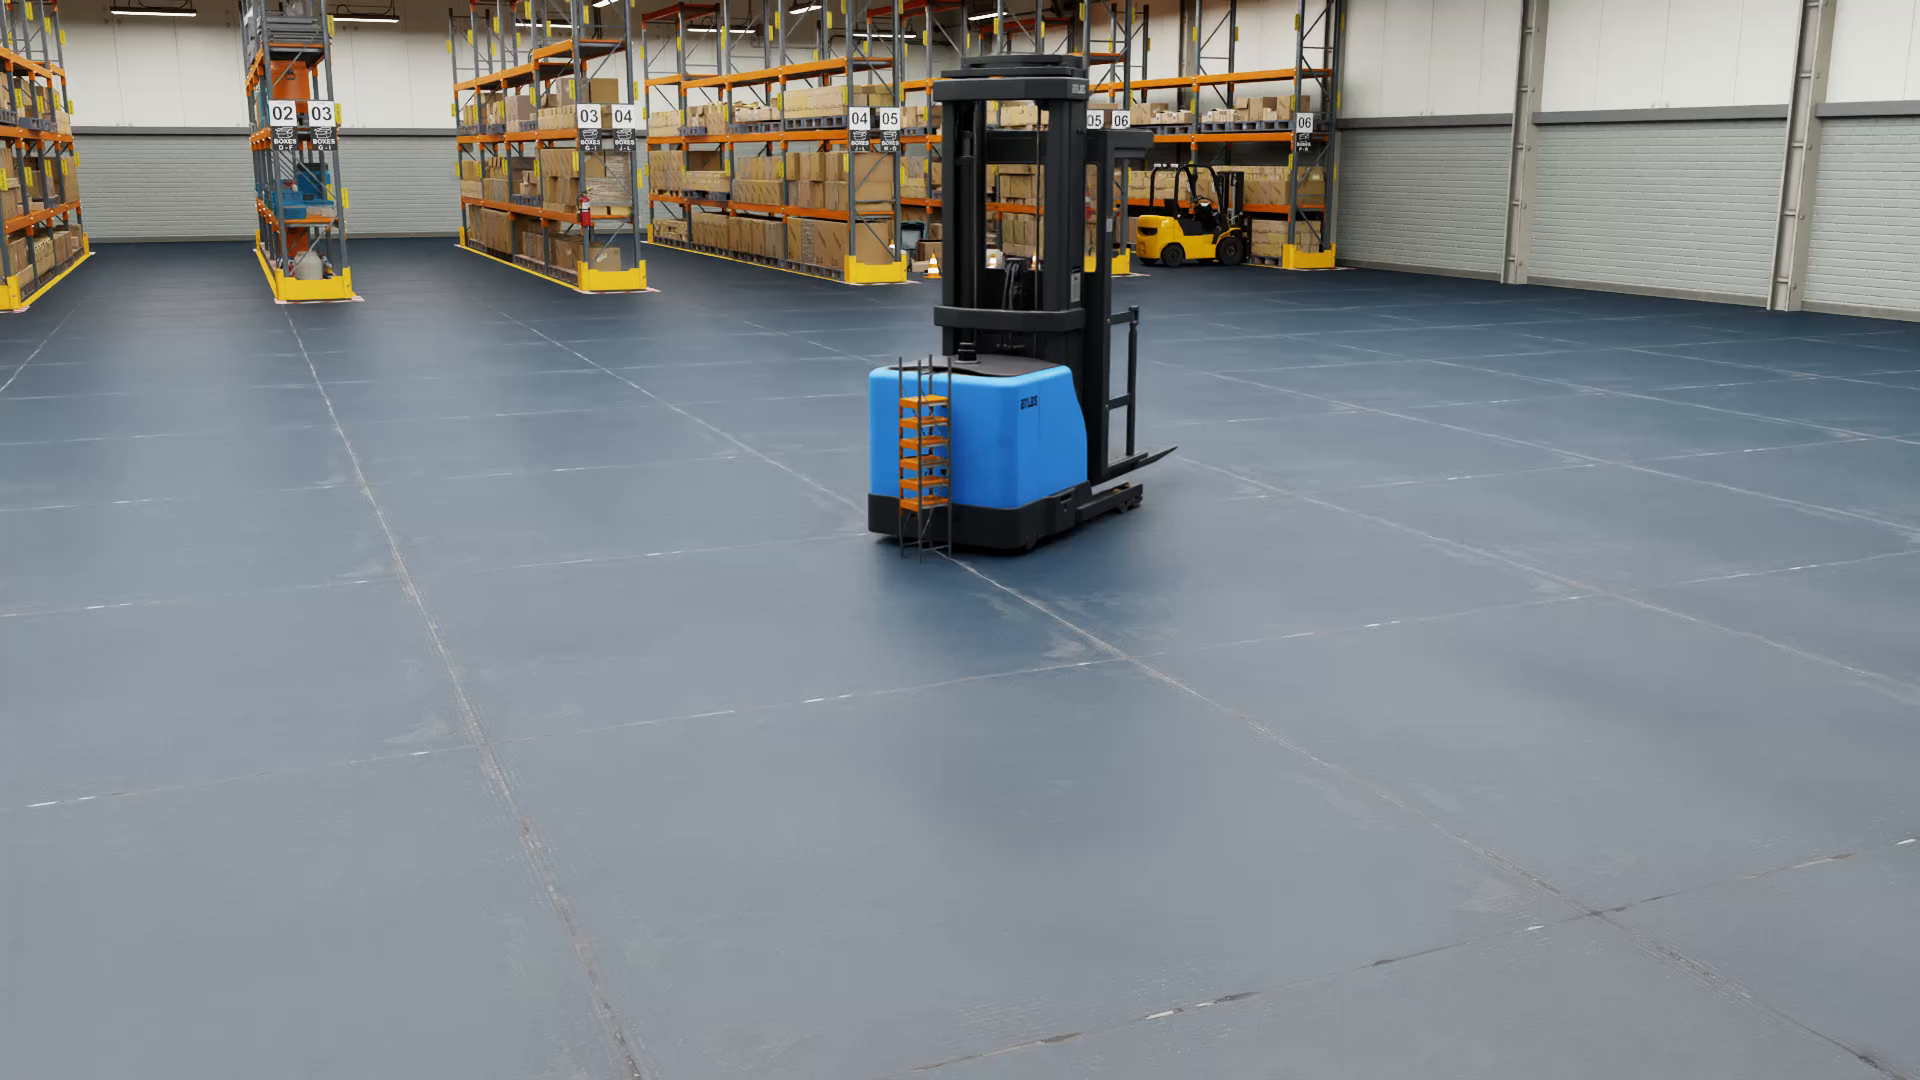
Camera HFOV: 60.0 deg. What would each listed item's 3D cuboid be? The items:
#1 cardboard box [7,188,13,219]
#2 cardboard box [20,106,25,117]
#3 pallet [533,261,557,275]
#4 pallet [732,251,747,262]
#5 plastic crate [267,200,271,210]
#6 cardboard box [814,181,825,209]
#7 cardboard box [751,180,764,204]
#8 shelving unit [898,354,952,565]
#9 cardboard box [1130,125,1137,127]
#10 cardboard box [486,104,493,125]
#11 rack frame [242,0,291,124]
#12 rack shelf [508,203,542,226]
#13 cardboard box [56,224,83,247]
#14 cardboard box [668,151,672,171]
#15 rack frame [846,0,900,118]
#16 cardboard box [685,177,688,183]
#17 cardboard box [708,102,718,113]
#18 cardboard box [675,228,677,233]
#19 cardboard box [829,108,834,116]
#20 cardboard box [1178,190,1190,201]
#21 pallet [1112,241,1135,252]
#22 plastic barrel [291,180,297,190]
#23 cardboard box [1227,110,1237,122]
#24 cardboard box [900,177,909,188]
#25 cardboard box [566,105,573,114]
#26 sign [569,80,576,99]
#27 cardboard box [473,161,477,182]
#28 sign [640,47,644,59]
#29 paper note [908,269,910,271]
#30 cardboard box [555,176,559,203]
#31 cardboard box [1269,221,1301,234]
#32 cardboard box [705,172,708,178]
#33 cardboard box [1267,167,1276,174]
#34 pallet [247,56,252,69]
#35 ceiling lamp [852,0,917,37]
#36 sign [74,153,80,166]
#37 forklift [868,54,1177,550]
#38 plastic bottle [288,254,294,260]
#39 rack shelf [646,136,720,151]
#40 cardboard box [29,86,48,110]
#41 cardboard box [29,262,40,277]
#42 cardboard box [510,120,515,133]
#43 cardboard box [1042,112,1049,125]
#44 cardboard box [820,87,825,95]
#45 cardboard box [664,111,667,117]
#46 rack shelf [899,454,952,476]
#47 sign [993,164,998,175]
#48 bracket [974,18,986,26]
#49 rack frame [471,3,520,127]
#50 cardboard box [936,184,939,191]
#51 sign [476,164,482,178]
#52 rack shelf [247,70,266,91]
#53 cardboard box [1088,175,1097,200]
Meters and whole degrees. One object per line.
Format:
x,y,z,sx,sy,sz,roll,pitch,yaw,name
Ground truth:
-16.274,-5.621,27.781,0.700,0.500,0.500,-5,14,-22,cardboard box
-18.015,-8.099,31.462,0.500,0.250,0.500,-5,14,-21,cardboard box
-8.108,-5.572,33.975,1.003,0.211,1.213,-6,14,-23,pallet
-4.565,-6.495,37.963,1.003,0.211,1.213,-6,14,-23,pallet
-13.289,-6.553,32.502,0.450,0.188,0.662,-6,14,-23,plastic crate
-2.397,-6.860,33.026,0.875,0.550,0.500,-6,14,-23,cardboard box
-4.274,-7.642,36.516,0.500,0.500,0.500,-6,14,-24,cardboard box
-0.203,-0.473,9.752,0.258,1.200,0.189,-10,16,-37,shelving unit
4.303,-10.620,42.398,0.380,0.149,0.250,-5,14,-22,cardboard box
-10.757,-10.018,39.197,0.700,0.500,0.500,-5,14,-22,cardboard box
-15.537,-10.898,37.498,1.000,3.000,0.127,-6,14,-23,rack frame
-8.595,-6.832,34.833,1.077,0.370,4.000,-6,14,-23,rack shelf
-21.236,-7.261,39.658,0.500,0.500,0.500,-6,14,-23,cardboard box
-7.254,-9.816,43.031,0.500,0.500,0.500,-5,14,-21,cardboard box
-1.607,-9.293,30.564,1.000,3.000,0.127,-6,14,-23,rack frame
-6.572,-8.900,41.139,0.380,0.149,0.250,-6,14,-24,cardboard box
-5.746,-10.230,39.346,0.396,0.266,0.258,-6,14,-23,cardboard box
-7.205,-8.066,43.302,0.380,0.149,0.250,-5,14,-22,cardboard box
-2.254,-8.106,31.491,0.380,0.149,0.250,-5,14,-22,cardboard box
5.391,-8.121,39.139,0.500,0.250,0.500,-5,14,-22,cardboard box
4.524,-7.408,41.909,1.003,0.211,1.213,-6,14,-23,pallet
-13.471,-7.146,34.293,0.600,0.536,0.708,-6,14,-23,plastic barrel
6.149,-9.429,36.949,0.396,0.266,0.258,-6,14,-24,cardboard box
-1.176,-8.948,41.603,0.500,0.250,0.500,-6,14,-24,cardboard box
-6.796,-7.666,29.635,0.380,0.149,0.250,-6,14,-25,cardboard box
-6.709,-7.790,28.759,0.100,0.325,0.005,-6,14,-23,sign
-11.625,-9.034,40.761,0.500,0.500,0.500,-5,14,-22,cardboard box
-8.513,-13.043,44.521,0.100,0.325,0.005,-6,14,-23,sign
-0.988,-5.631,34.649,0.172,0.023,0.155,-1,13,-4,paper note
-7.210,-6.664,31.628,0.875,0.500,0.500,-6,14,-23,cardboard box
6.965,-6.706,35.643,0.500,0.250,0.500,-5,14,-21,cardboard box
-5.833,-8.666,39.468,0.380,0.149,0.250,-6,14,-23,cardboard box
6.841,-7.952,35.754,0.380,0.149,0.250,-5,14,-22,cardboard box
-14.196,-9.936,34.650,1.213,0.211,1.003,-6,14,-23,pallet
-2.181,-16.703,49.635,2.000,3.185,0.800,-6,14,-23,ceiling lamp
-21.163,-9.119,39.848,0.100,0.325,0.005,-6,14,-23,sign
0.590,-1.652,11.008,1.130,2.935,3.031,7,15,28,forklift
-12.257,-5.055,30.456,0.144,0.351,0.185,-6,14,-23,plastic bottle
-7.215,-10.373,43.481,1.077,0.370,4.000,-6,14,-23,rack shelf
-20.307,-9.622,36.202,0.700,0.500,0.500,-6,14,-23,cardboard box
-16.807,-4.846,29.823,0.500,0.250,0.500,-6,14,-24,cardboard box
-9.236,-8.758,35.238,0.500,0.250,0.500,-5,14,-22,cardboard box
2.024,-8.663,34.170,0.500,0.250,0.500,-5,14,-21,cardboard box
-2.458,-8.600,31.857,0.380,0.149,0.250,-6,14,-23,cardboard box
-7.452,-11.031,43.065,0.380,0.149,0.250,-6,14,-24,cardboard box
-0.203,-0.430,9.762,0.258,0.103,0.180,-10,16,-37,rack shelf
0.779,-8.178,36.483,0.100,0.325,0.005,-6,14,-23,sign
0.612,-15.790,50.653,0.235,0.232,0.430,-6,14,-23,bracket
-10.999,-11.345,39.431,1.000,3.000,0.127,-6,14,-23,rack frame
-0.357,-8.489,40.023,0.380,0.149,0.250,-7,15,-26,cardboard box
-11.507,-8.832,39.783,0.100,0.325,0.005,-6,14,-23,sign
-14.736,-9.939,35.839,1.077,0.370,4.000,-6,14,-23,rack shelf
2.418,-7.119,33.595,0.500,0.500,0.500,-6,14,-24,cardboard box
